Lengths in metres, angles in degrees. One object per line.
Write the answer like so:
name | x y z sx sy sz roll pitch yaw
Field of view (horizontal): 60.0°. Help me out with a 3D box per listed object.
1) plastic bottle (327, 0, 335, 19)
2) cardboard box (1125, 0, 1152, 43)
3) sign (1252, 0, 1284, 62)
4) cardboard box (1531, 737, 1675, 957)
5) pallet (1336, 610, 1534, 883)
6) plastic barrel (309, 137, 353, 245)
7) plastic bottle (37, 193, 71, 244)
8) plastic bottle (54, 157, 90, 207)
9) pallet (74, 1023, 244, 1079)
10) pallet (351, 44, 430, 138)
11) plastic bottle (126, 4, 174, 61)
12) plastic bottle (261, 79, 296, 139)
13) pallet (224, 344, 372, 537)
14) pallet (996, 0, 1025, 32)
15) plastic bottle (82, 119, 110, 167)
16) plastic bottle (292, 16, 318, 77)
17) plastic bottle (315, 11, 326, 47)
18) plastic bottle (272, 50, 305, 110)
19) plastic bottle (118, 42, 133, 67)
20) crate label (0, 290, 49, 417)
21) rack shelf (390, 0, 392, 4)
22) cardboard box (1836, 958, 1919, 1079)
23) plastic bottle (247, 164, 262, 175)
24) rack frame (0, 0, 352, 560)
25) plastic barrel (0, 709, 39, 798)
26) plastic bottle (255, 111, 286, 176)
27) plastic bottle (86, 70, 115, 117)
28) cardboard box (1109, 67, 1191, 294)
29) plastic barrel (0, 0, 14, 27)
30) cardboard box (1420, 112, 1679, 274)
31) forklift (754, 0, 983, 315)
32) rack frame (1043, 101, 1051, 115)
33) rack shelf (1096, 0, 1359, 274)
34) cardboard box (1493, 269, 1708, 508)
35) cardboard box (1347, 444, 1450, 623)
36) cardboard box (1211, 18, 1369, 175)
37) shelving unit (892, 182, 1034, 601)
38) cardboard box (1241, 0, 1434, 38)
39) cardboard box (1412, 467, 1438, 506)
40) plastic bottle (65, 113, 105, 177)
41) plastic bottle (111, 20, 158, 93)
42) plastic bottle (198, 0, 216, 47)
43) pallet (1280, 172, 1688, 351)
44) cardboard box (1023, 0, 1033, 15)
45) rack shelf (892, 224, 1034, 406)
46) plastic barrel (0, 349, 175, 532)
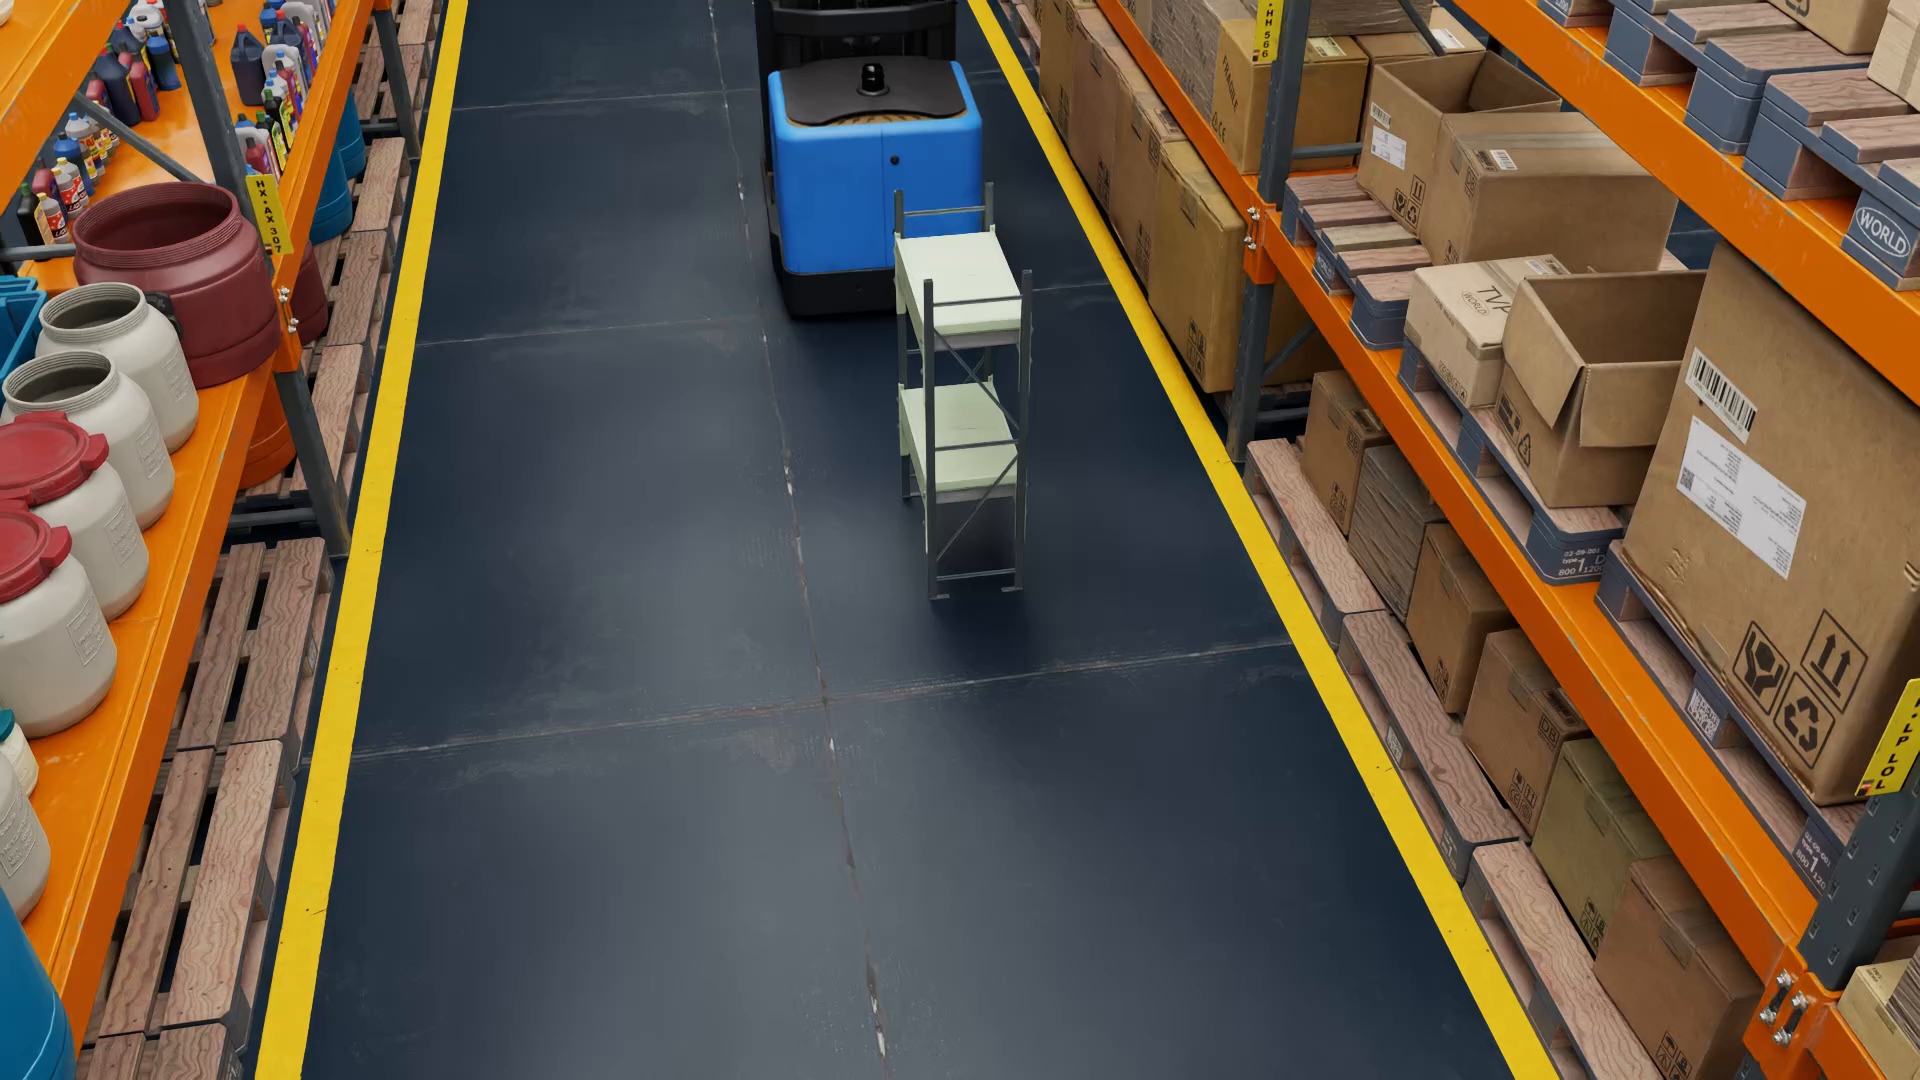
plastic bottle | -3.316 -2.855 8.521 0.144 0.351 0.185 -6 38 -8
cardboard box | 1.151 -2.857 8.401 0.500 0.500 0.500 -6 38 -7
sign | 1.200 -2.019 6.460 0.100 0.325 0.005 -6 38 -8
cardboard box | 2.296 0.943 5.270 0.700 0.500 0.500 -6 38 -8
pallet | 2.092 0.685 6.196 1.003 0.211 1.213 -6 38 -8
plastic barrel | -3.629 -2.086 8.858 0.600 0.901 0.708 -6 38 -8
plastic bottle | -3.623 -1.282 6.617 0.097 0.201 0.097 0 38 0
plastic bottle | -3.681 -1.480 6.873 0.097 0.201 0.097 0 38 0
pallet | -2.605 1.956 4.560 1.003 0.211 1.213 -6 38 -8
pallet | -3.998 -2.845 10.740 1.003 0.211 1.213 -6 38 -8
plastic bottle | -3.922 -2.438 8.044 0.152 0.276 0.135 -6 38 -8
plastic bottle | -3.026 -1.908 7.366 0.097 0.271 0.097 0 38 0
pallet | -3.309 -0.461 7.671 1.003 0.211 1.213 -6 38 -8
pallet | 0.771 -4.144 12.412 1.003 0.211 1.213 -6 38 -8
plastic bottle | -3.749 -1.716 7.175 0.097 0.201 0.097 0 38 0
plastic bottle | -3.142 -2.376 7.958 0.061 0.283 0.133 -6 38 -8
plastic bottle | -3.221 -2.551 8.251 0.097 0.201 0.097 0 38 0
plastic bottle | -3.084 -2.106 7.621 0.097 0.271 0.097 0 38 0
plastic bottle | -3.817 -2.132 7.645 0.061 0.283 0.133 -6 38 -8
crate label | -3.222 -0.475 5.388 0.502 0.435 0.616 -6 38 -8
rack shelf | -4.182 -4.431 11.094 1.077 0.370 4.000 -6 38 -8
cardboard box | 2.189 1.054 3.653 0.380 0.149 0.250 -6 38 -8
plastic bottle | -2.898 -1.440 6.821 0.097 0.201 0.097 0 38 0
rack frame | -3.130 -1.091 6.209 1.000 3.000 0.127 -6 38 -8
plastic barrel | -2.510 0.564 4.192 0.301 0.262 0.301 0 38 0
plastic bottle | -2.947 -1.706 7.096 0.061 0.283 0.133 -6 38 -8
plastic bottle | -3.821 -1.933 7.389 0.061 0.283 0.133 -6 38 -8
cardboard box | 1.497 -1.908 8.651 1.225 0.875 0.875 -6 38 -8
plastic barrel | -2.677 -1.478 4.375 0.301 0.262 0.301 0 38 0
cardboard box | 2.077 -1.180 5.901 0.700 0.500 0.500 -1 38 -1
forklift | -0.602 -3.224 9.011 1.130 2.935 3.031 -5 38 -7
rack frame | 1.045 -4.039 10.004 1.000 3.000 0.127 -6 38 -8
rack shelf | 1.396 -2.547 8.670 1.077 0.370 4.000 -6 38 -8
cardboard box | 2.053 -0.451 4.959 0.797 0.503 0.637 -3 38 -3
cardboard box | 1.993 -0.074 6.579 0.700 0.500 0.500 -9 39 -12
cardboard box | 1.416 -1.934 7.213 0.500 0.500 0.500 -5 38 -7
shelving unit | 0.001 -0.588 6.785 0.431 1.500 0.755 -6 38 -8
cardboard box | 1.634 -2.502 7.127 0.797 0.503 0.637 -5 38 -6
cardboard box | 1.996 -0.385 6.369 0.500 0.250 0.500 -2 38 -3
plastic bottle | -3.732 -1.684 7.078 0.097 0.271 0.097 0 38 0
plastic bottle | -3.864 -2.253 7.745 0.144 0.351 0.185 -6 38 -8
plastic bottle | -3.813 -2.594 8.245 0.152 0.276 0.135 -6 38 -8
pallet | 1.976 -1.129 6.414 1.213 0.211 1.003 -6 38 -8
cardboard box | 0.850 -4.317 11.751 0.875 0.875 0.875 -6 38 -8
rack shelf | 0.001 -0.896 6.545 0.431 0.370 0.720 -6 38 -8
plastic barrel | -2.666 -0.282 5.077 0.421 0.512 0.421 0 38 0
